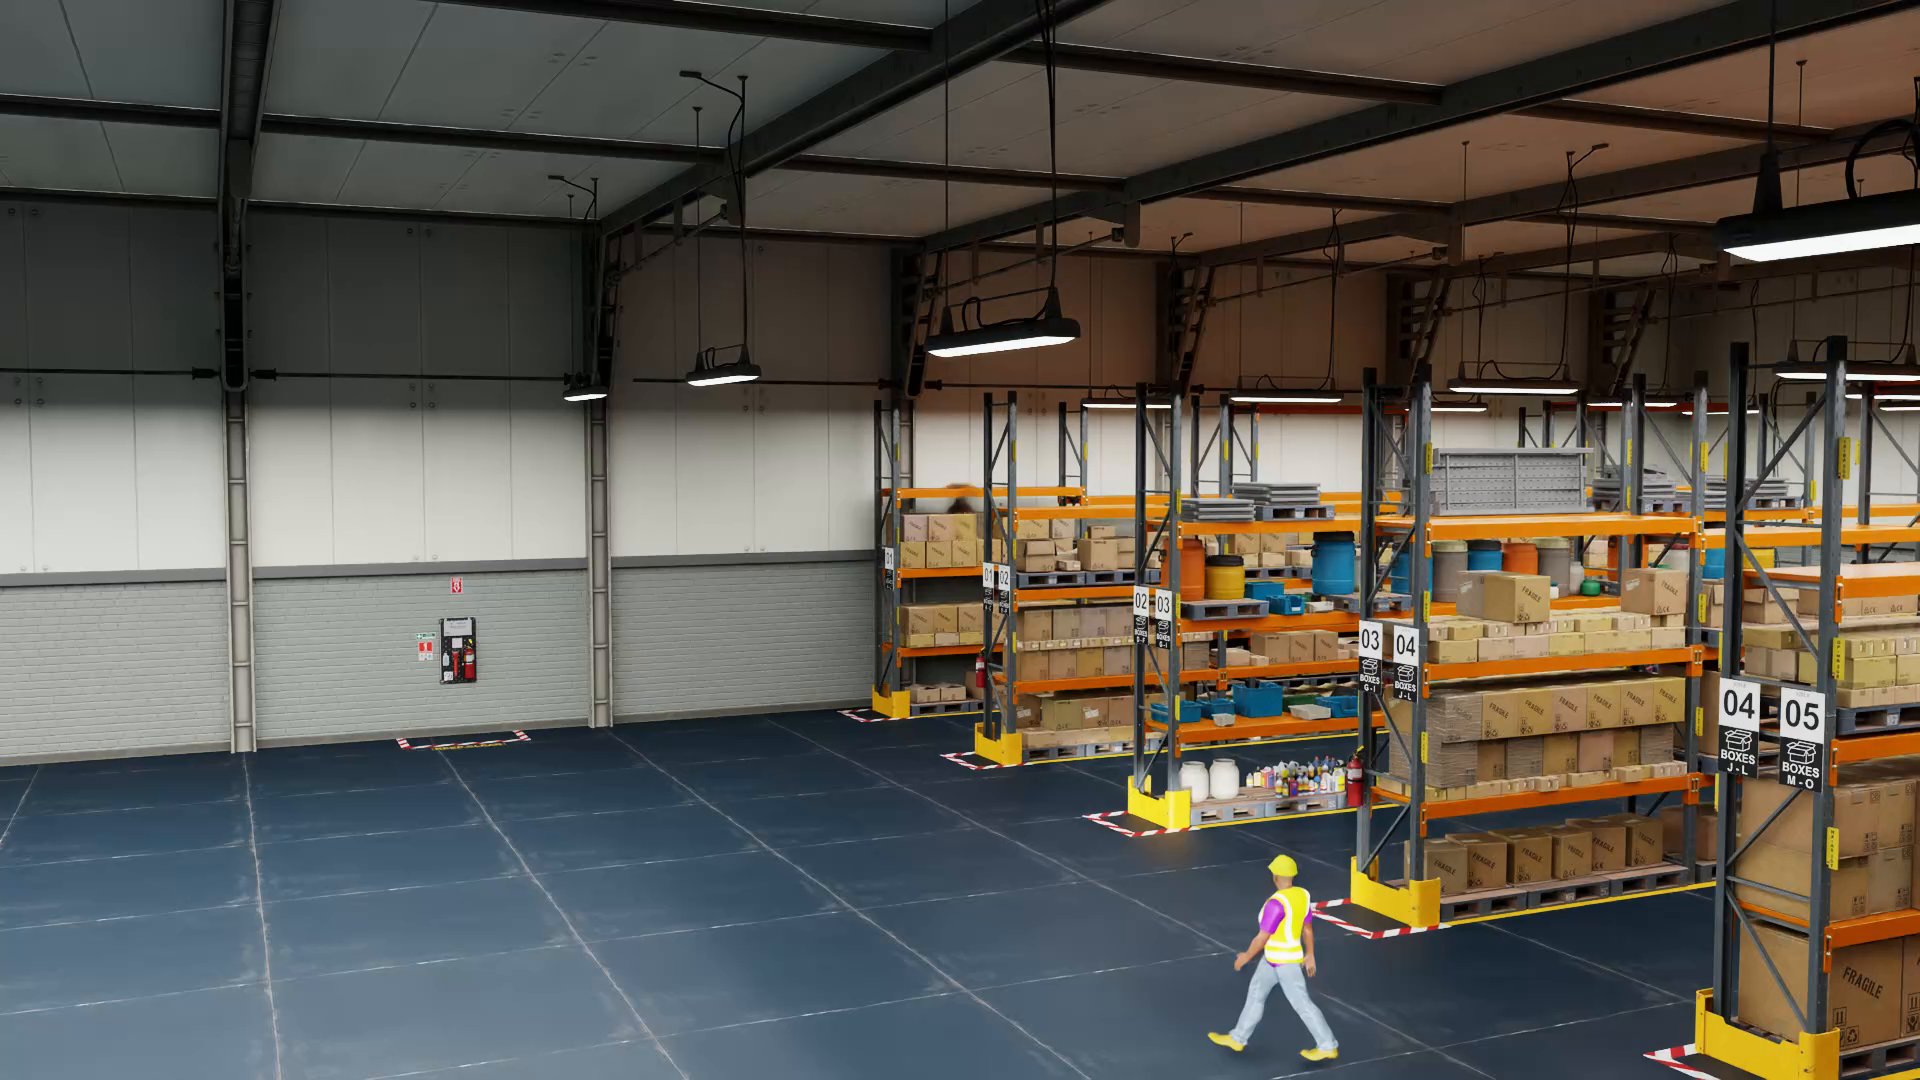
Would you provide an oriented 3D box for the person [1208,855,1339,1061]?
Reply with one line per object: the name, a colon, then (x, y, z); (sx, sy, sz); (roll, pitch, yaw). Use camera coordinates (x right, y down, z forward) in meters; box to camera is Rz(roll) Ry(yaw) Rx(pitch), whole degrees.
person: (2.629, 3.479, 13.890); (1.063, 1.711, 0.508); (0, 3, 4)
